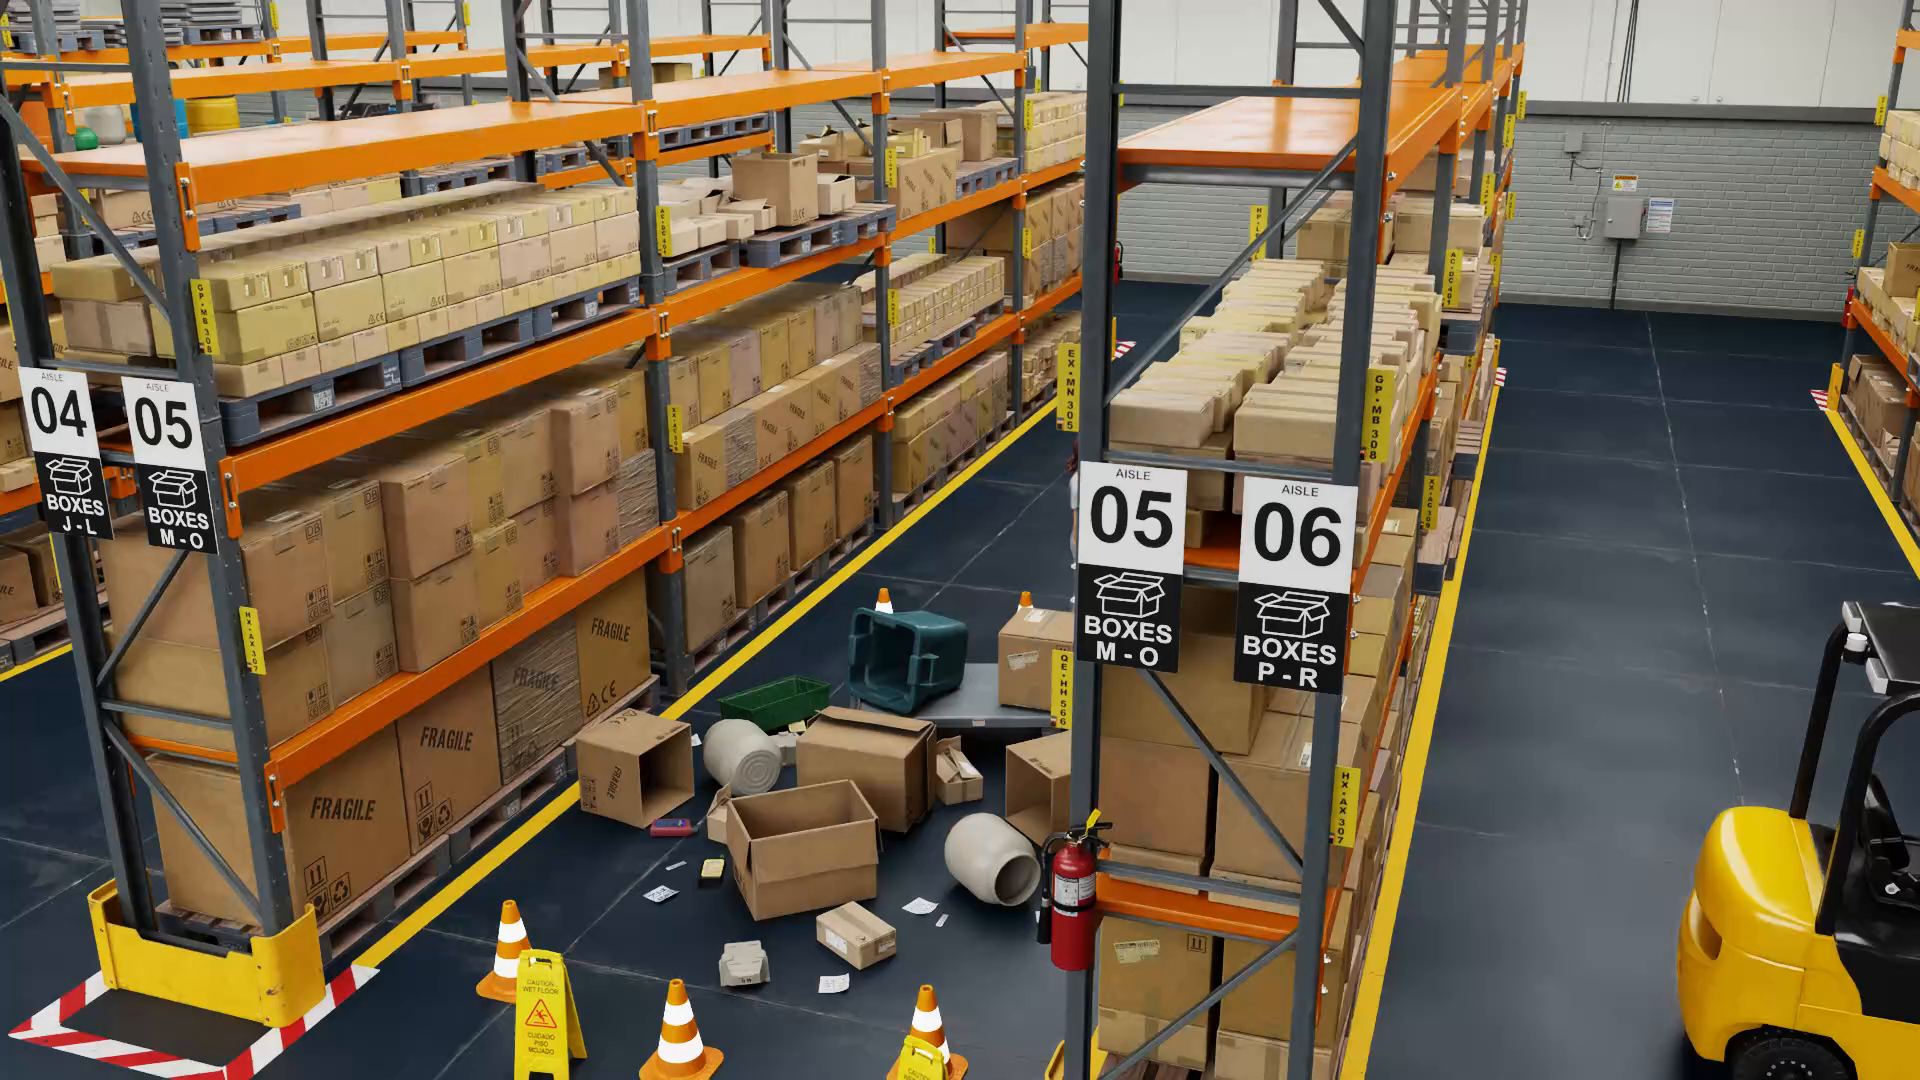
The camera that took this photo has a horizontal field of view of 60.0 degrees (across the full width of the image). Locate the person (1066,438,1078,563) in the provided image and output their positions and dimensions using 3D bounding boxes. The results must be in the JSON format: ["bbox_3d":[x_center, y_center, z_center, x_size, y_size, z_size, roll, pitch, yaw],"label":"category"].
[{"bbox_3d":[1.000,0.052,12.433,0.469,1.696,0.447,7,20,19],"label":"person"}]
